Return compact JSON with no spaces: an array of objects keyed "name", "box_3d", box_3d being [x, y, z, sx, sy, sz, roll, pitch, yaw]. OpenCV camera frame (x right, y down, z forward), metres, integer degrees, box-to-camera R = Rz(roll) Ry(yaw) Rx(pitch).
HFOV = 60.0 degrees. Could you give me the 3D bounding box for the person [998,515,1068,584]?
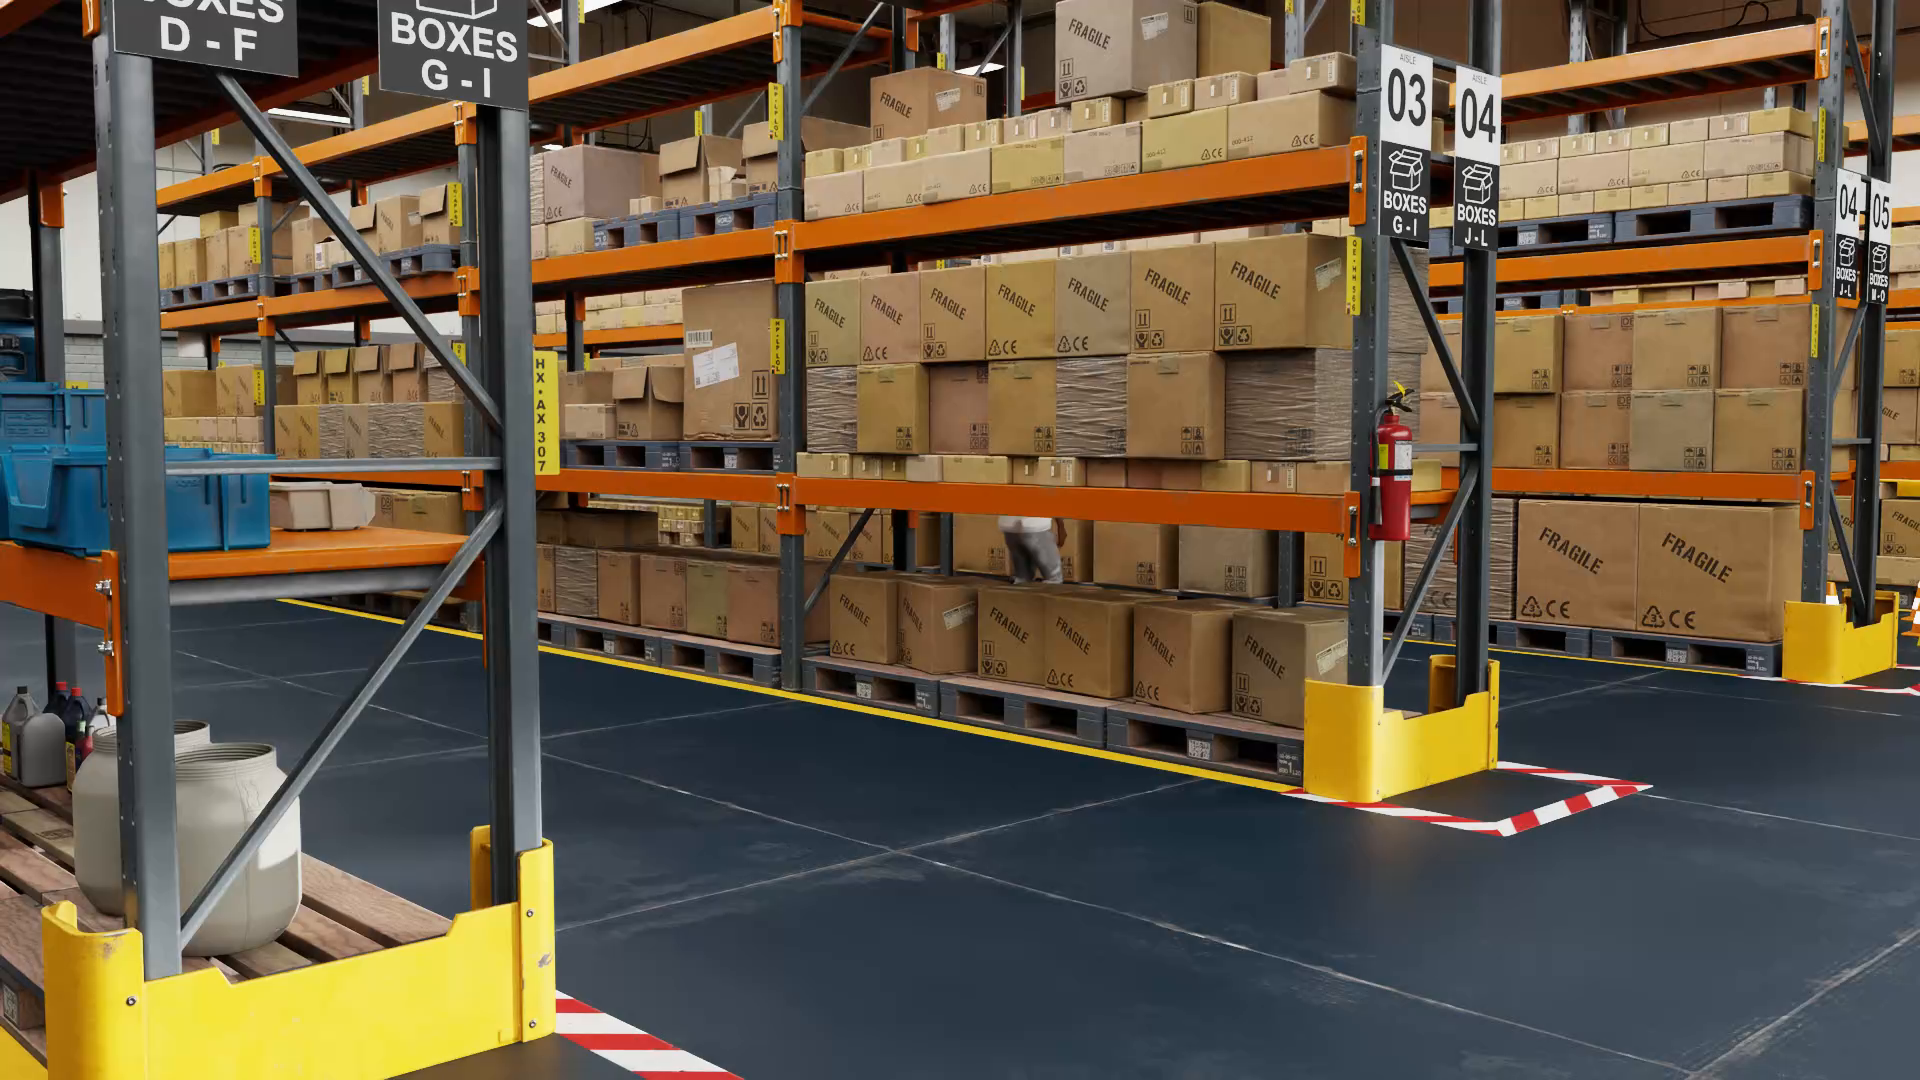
[{"name":"person","box_3d":[0.538,-0.080,12.431,0.511,1.682,0.602,-4,5,-42]}]
